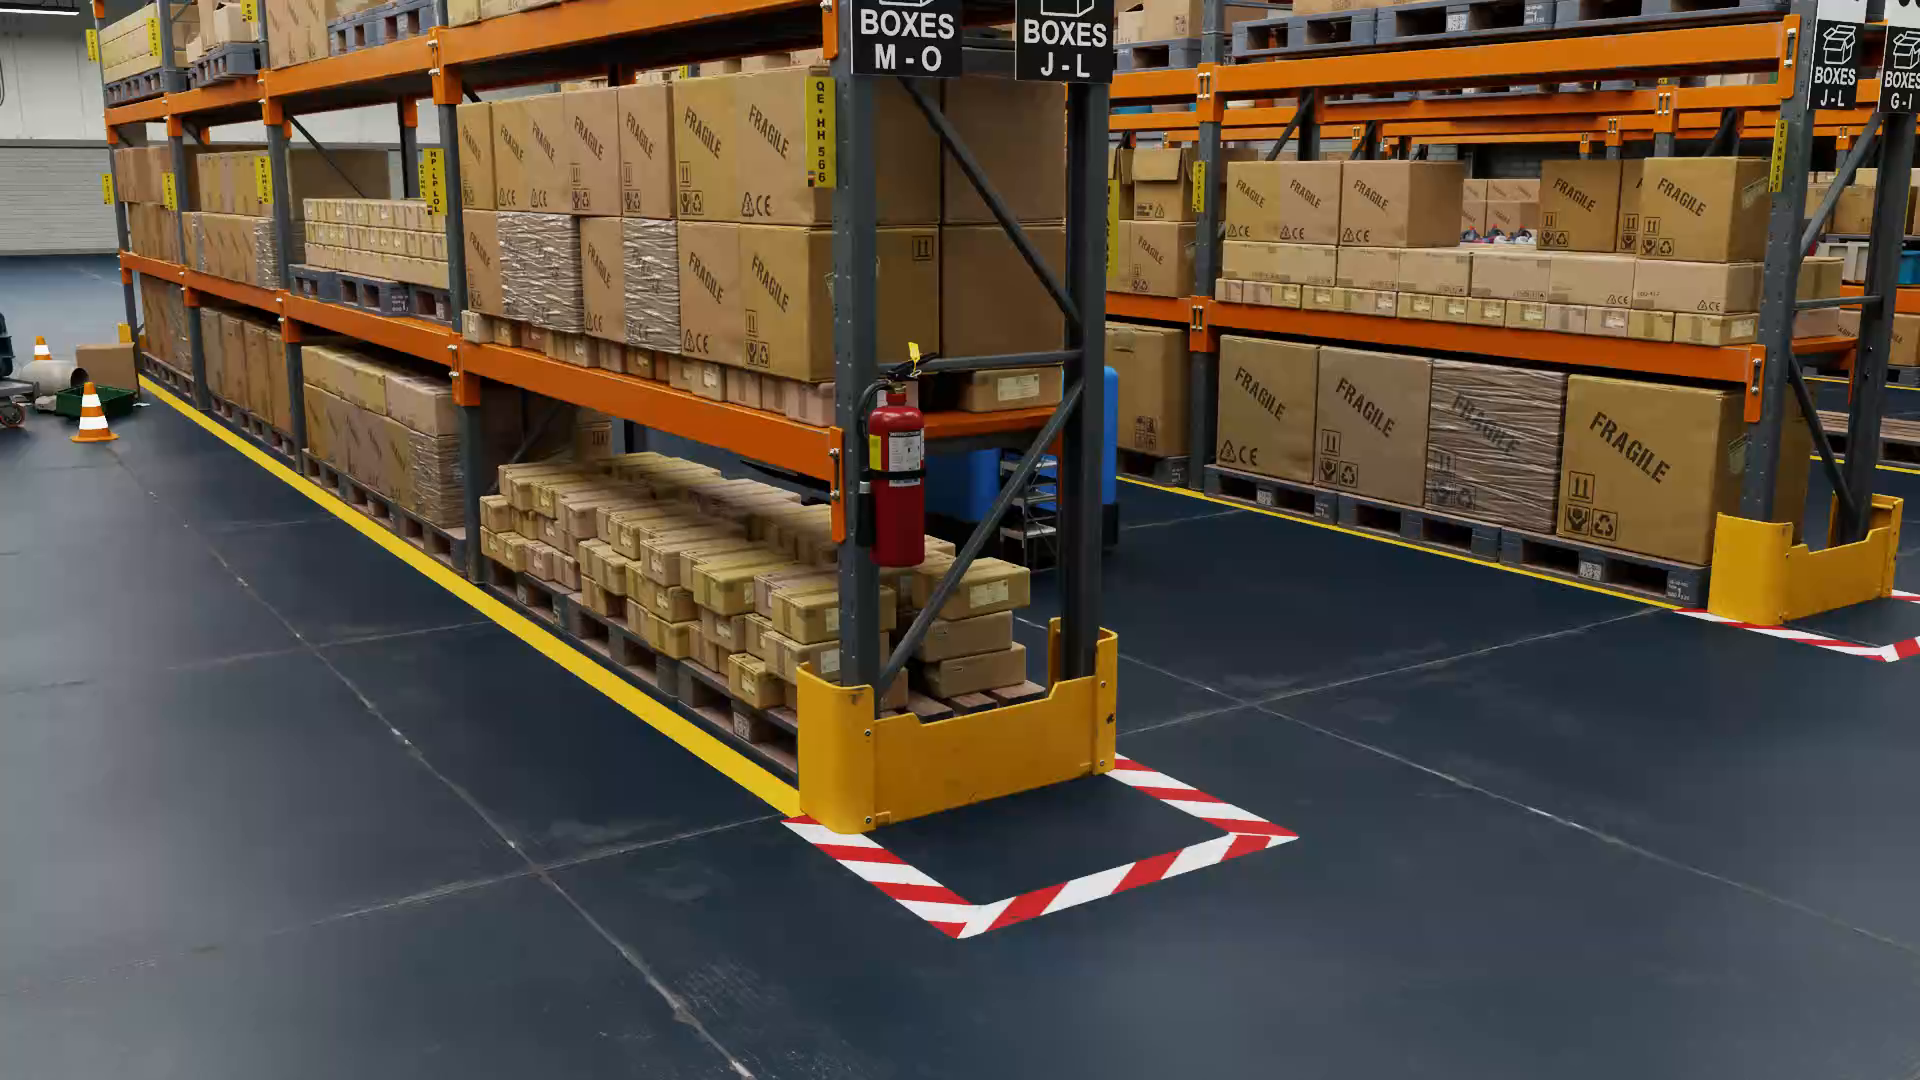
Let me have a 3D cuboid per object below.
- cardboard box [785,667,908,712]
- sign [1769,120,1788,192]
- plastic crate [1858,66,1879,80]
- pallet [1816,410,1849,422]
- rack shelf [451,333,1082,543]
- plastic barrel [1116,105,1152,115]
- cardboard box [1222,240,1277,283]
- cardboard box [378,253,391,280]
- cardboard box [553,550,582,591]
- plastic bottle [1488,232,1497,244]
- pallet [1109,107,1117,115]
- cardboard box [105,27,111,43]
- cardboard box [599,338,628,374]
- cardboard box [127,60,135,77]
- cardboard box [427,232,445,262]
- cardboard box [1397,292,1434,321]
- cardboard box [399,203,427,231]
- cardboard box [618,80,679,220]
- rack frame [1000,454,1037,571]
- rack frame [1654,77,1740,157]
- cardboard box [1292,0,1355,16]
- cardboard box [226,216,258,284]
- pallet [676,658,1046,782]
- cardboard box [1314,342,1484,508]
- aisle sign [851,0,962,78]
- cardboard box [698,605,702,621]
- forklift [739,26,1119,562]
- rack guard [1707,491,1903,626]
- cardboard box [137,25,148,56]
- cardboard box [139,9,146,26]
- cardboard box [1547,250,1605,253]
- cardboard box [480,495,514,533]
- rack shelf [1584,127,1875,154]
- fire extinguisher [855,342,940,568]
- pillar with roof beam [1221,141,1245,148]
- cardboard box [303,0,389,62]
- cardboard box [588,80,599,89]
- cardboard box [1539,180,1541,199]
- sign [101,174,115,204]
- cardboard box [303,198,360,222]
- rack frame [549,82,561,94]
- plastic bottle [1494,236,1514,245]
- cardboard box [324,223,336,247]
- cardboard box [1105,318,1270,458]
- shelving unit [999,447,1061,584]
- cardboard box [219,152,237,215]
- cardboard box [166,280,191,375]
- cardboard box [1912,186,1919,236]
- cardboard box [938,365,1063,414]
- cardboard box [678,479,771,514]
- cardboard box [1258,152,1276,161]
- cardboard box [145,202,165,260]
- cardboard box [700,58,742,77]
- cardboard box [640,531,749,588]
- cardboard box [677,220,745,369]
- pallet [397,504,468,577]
[{"bbox_3d":[-0.415,0.538,6.070,0.380,0.149,0.250,-8,15,-32],"label":"cardboard box"},{"bbox_3d":[3.776,-1.769,7.666,0.100,0.325,0.005,-8,15,-33],"label":"sign"},{"bbox_3d":[6.603,-3.595,12.566,0.497,0.269,0.590,-8,15,-33],"label":"plastic crate"},{"bbox_3d":[6.582,-0.959,13.752,1.003,0.211,1.213,-8,15,-33],"label":"pallet"},{"bbox_3d":[-1.058,-0.585,7.198,1.077,0.370,4.000,-8,15,-33],"label":"rack shelf"},{"bbox_3d":[2.173,-5.516,19.867,0.600,0.901,0.708,-8,15,-33],"label":"plastic barrel"},{"bbox_3d":[2.062,-1.818,10.811,0.500,0.250,0.500,-8,15,-34],"label":"cardboard box"},{"bbox_3d":[-3.275,-1.653,10.004,0.380,0.149,0.250,-7,14,-30],"label":"cardboard box"},{"bbox_3d":[-1.721,0.123,7.968,0.380,0.149,0.250,-8,15,-34],"label":"cardboard box"},{"bbox_3d":[5.121,-2.827,16.041,0.061,0.283,0.133,-8,15,-33],"label":"plastic bottle"},{"bbox_3d":[1.229,-5.360,20.771,1.213,0.211,1.003,-8,15,-33],"label":"pallet"},{"bbox_3d":[-8.614,-5.225,17.217,0.380,0.149,0.250,-8,15,-34],"label":"cardboard box"},{"bbox_3d":[-1.324,-0.809,7.130,0.380,0.149,0.250,-7,14,-31],"label":"cardboard box"},{"bbox_3d":[-7.912,-4.610,16.269,0.380,0.149,0.250,-8,15,-33],"label":"cardboard box"},{"bbox_3d":[-2.698,-1.614,9.129,0.380,0.149,0.250,-8,15,-32],"label":"cardboard box"},{"bbox_3d":[2.771,-1.369,9.690,0.380,0.149,0.250,-9,15,-34],"label":"cardboard box"},{"bbox_3d":[-2.987,-1.854,9.530,0.380,0.149,0.250,-8,15,-33],"label":"cardboard box"},{"bbox_3d":[-0.986,-1.497,6.413,0.500,0.500,0.500,-7,14,-30],"label":"cardboard box"},{"bbox_3d":[0.314,-0.254,8.916,0.240,0.900,0.006,-9,15,-34],"label":"rack frame"},{"bbox_3d":[6.143,-2.447,14.031,1.000,3.000,0.127,-8,15,-33],"label":"rack frame"},{"bbox_3d":[2.503,-3.497,10.360,0.700,0.500,0.500,-9,15,-36],"label":"cardboard box"},{"bbox_3d":[-5.407,-2.278,13.024,0.500,0.500,0.500,-8,15,-34],"label":"cardboard box"},{"bbox_3d":[-0.412,0.620,6.535,1.003,0.211,1.213,-8,15,-33],"label":"pallet"},{"bbox_3d":[2.817,-0.741,10.221,0.875,0.875,0.875,-8,15,-33],"label":"cardboard box"},{"bbox_3d":[-0.159,-1.802,4.996,0.394,0.787,0.004,-8,15,-33],"label":"aisle sign"},{"bbox_3d":[-0.832,0.249,6.694,0.380,0.149,0.250,-8,15,-33],"label":"cardboard box"},{"bbox_3d":[-0.363,-1.542,10.051,1.130,2.935,3.031,-9,15,-34],"label":"forklift"},{"bbox_3d":[4.249,0.076,8.345,1.175,0.500,0.348,-8,15,-33],"label":"rack guard"},{"bbox_3d":[-7.365,-4.653,15.535,0.500,0.250,0.500,-8,15,-33],"label":"cardboard box"},{"bbox_3d":[-7.345,-4.818,15.355,0.380,0.149,0.250,-8,15,-33],"label":"cardboard box"},{"bbox_3d":[3.625,-1.520,9.448,0.500,0.250,0.500,-9,15,-35],"label":"cardboard box"},{"bbox_3d":[-2.231,-0.147,8.508,0.380,0.149,0.250,-7,14,-30],"label":"cardboard box"},{"bbox_3d":[11.066,-5.801,24.030,1.077,0.370,4.000,-8,15,-33],"label":"rack shelf"},{"bbox_3d":[-0.194,-0.261,5.088,0.296,0.674,0.183,-8,15,-33],"label":"fire extinguisher"},{"bbox_3d":[1.941,-9.220,30.960,9.100,9.000,0.400,-8,15,-33],"label":"pillar with roof beam"},{"bbox_3d":[-3.723,-3.208,10.255,0.500,0.500,0.500,-8,15,-33],"label":"cardboard box"},{"bbox_3d":[-4.141,-5.317,19.552,0.380,0.149,0.250,-8,15,-33],"label":"cardboard box"},{"bbox_3d":[9.438,-5.393,26.051,0.500,0.500,0.500,-8,15,-33],"label":"cardboard box"},{"bbox_3d":[-9.280,-3.823,18.111,0.100,0.325,0.005,-8,15,-33],"label":"sign"},{"bbox_3d":[-4.285,-2.270,11.435,0.380,0.149,0.250,-8,15,-33],"label":"cardboard box"},{"bbox_3d":[-4.629,-6.926,20.469,1.000,3.000,0.127,-8,15,-33],"label":"rack frame"},{"bbox_3d":[4.970,-2.638,15.195,0.152,0.276,0.135,-8,15,-33],"label":"plastic bottle"},{"bbox_3d":[-3.979,-2.026,11.015,0.380,0.149,0.250,-9,15,-35],"label":"cardboard box"},{"bbox_3d":[1.648,-1.140,12.042,1.225,0.875,0.875,-8,15,-33],"label":"cardboard box"},{"bbox_3d":[0.373,-0.236,8.835,0.258,0.900,0.210,-9,15,-34],"label":"shelving unit"},{"bbox_3d":[-5.752,-2.983,13.908,0.700,0.500,0.500,-8,15,-32],"label":"cardboard box"},{"bbox_3d":[-7.391,-2.162,16.717,0.875,0.875,0.875,-8,15,-32],"label":"cardboard box"},{"bbox_3d":[10.192,-3.398,17.160,0.500,0.500,0.700,9,15,36],"label":"cardboard box"},{"bbox_3d":[0.144,-0.554,5.963,0.380,0.149,0.250,-8,15,-33],"label":"cardboard box"},{"bbox_3d":[-1.128,-0.186,7.987,0.380,0.149,0.250,-9,15,-35],"label":"cardboard box"},{"bbox_3d":[4.751,-5.484,24.648,0.700,0.500,0.500,-8,15,-33],"label":"cardboard box"},{"bbox_3d":[-7.714,-3.140,16.846,0.875,0.550,0.500,-8,15,-33],"label":"cardboard box"},{"bbox_3d":[-2.235,-4.909,17.044,0.797,0.503,0.637,-9,15,-36],"label":"cardboard box"},{"bbox_3d":[-1.080,0.075,6.795,0.380,0.149,0.250,-7,14,-31],"label":"cardboard box"},{"bbox_3d":[-0.694,-0.916,6.100,0.500,0.500,0.500,-8,15,-34],"label":"cardboard box"},{"bbox_3d":[-2.598,-0.068,9.678,1.003,0.211,1.213,-8,15,-33],"label":"pallet"}]
